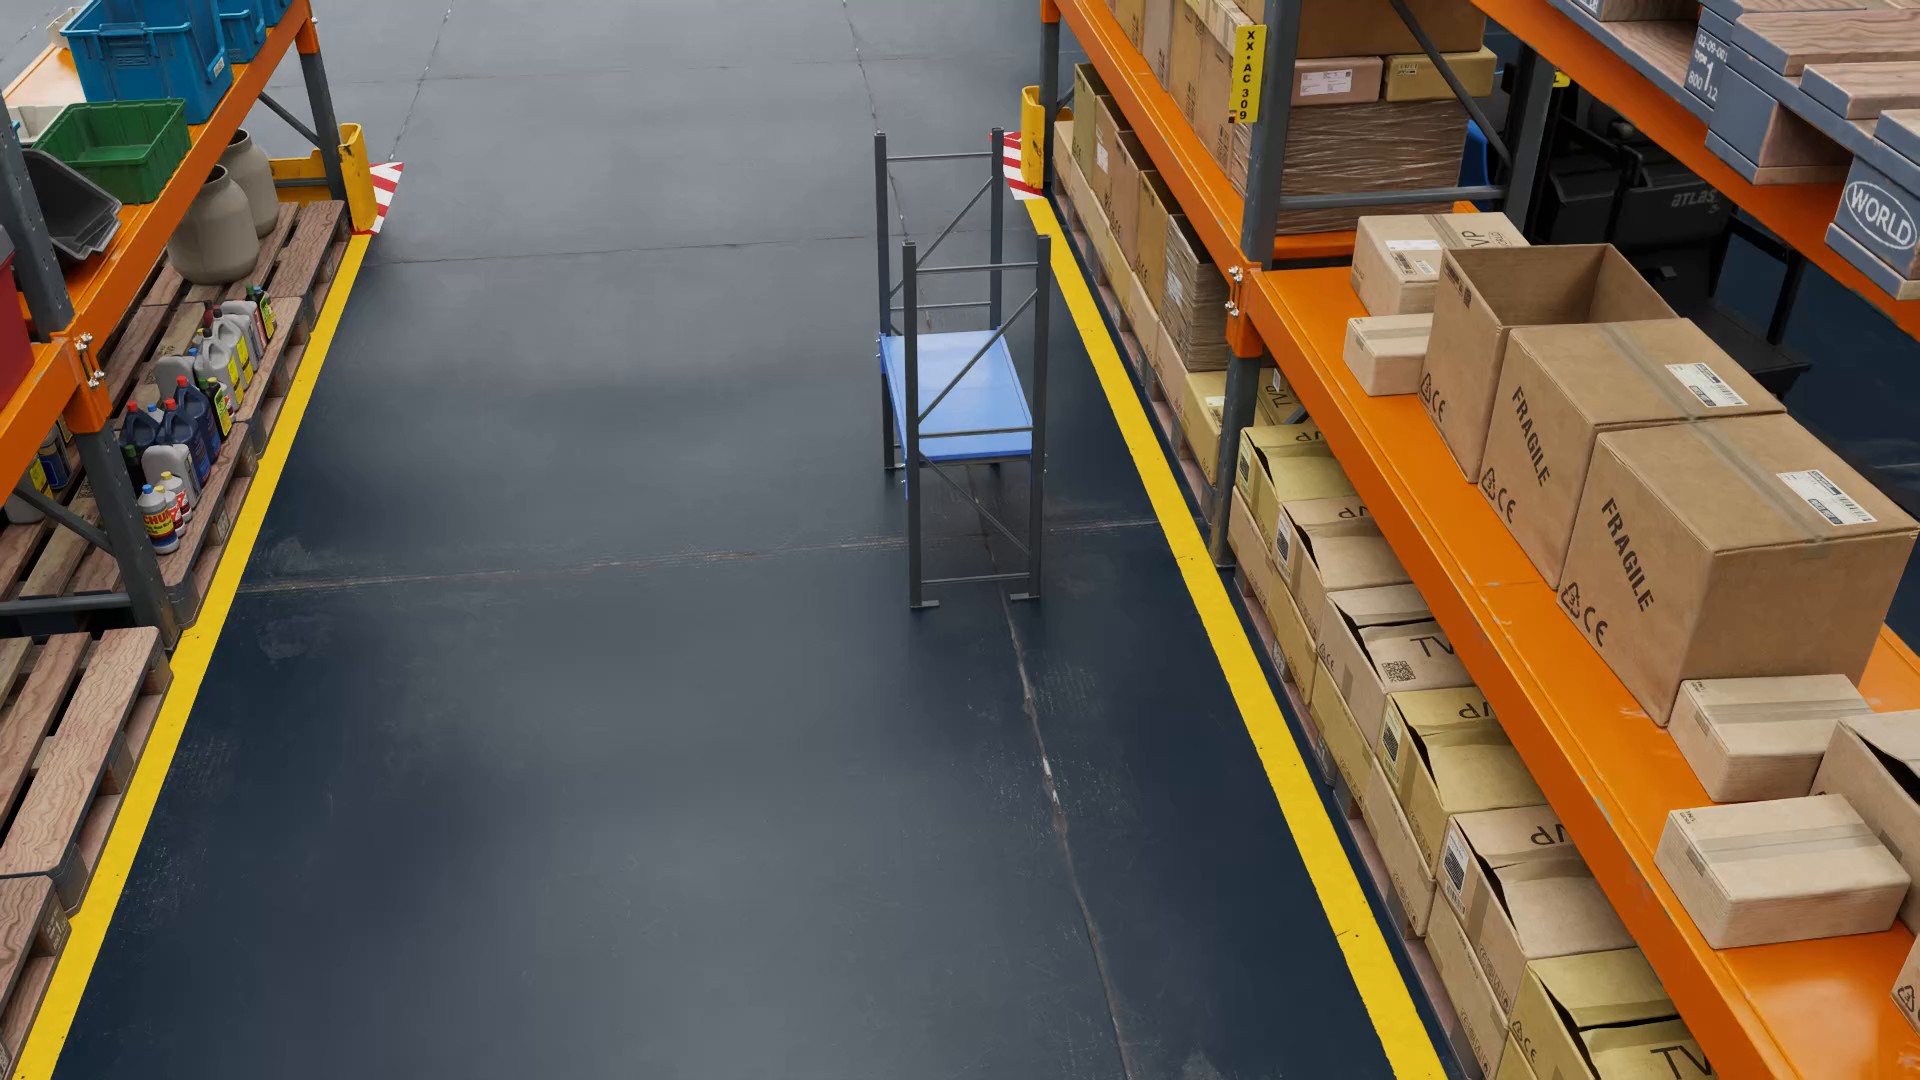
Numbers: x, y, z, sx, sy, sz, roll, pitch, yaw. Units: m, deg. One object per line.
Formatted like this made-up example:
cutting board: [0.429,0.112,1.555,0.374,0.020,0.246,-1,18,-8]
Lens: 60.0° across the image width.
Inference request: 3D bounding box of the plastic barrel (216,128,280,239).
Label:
plastic barrel: [-3.782,-1.836,8.617,0.421,0.512,0.421,0,34,0]

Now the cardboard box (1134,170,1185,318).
cardboard box: [1.095,-1.341,7.458,0.500,0.500,0.500,-4,35,-6]

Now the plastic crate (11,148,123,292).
plastic crate: [-3.353,-1.096,5.750,0.767,0.338,0.504,-4,35,-6]

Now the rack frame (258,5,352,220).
rack frame: [-3.947,-3.052,8.566,1.000,3.000,0.127,-4,35,-6]

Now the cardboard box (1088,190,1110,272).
cardboard box: [0.952,-1.589,8.487,0.500,0.250,0.500,-4,35,-6]

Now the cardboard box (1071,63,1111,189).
cardboard box: [0.883,-2.178,8.685,0.500,0.500,0.500,-4,35,-6]

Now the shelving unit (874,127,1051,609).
shelving unit: [-0.011,-0.667,6.397,0.538,1.500,1.048,-4,35,-6]

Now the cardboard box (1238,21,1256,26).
cardboard box: [1.220,-1.776,6.028,0.380,0.149,0.250,-5,35,-7]

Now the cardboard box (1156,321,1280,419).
cardboard box: [1.164,-0.753,7.260,0.500,0.250,0.500,-4,35,-6]

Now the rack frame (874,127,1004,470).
rack frame: [-0.080,-0.951,6.814,0.500,1.500,0.032,-4,35,-6]

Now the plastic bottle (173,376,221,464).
plastic bottle: [-3.131,-0.495,6.774,0.144,0.351,0.185,-6,35,-8]

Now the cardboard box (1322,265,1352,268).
cardboard box: [1.748,-0.823,6.697,0.500,0.500,0.500,-4,35,-6]

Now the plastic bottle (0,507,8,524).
plastic bottle: [-3.781,-0.245,6.408,0.144,0.351,0.185,-5,35,-8]

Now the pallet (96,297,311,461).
pallet: [-3.625,-0.728,7.631,1.003,0.211,1.213,-4,35,-6]

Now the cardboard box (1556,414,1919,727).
cardboard box: [1.796,0.062,3.906,0.500,0.500,0.500,-6,35,-9]

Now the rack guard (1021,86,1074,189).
rack guard: [0.959,-2.406,9.837,1.175,0.500,0.348,-4,35,-6]

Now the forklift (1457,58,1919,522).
forklift: [3.068,-1.854,6.868,1.130,2.935,3.031,-10,35,-14]

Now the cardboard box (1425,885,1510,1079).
cardboard box: [1.588,1.158,4.456,0.500,0.250,0.500,-4,34,-5]

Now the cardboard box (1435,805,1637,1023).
cardboard box: [1.582,0.925,4.300,0.500,0.311,0.500,-5,35,-7]

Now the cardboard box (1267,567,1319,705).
cardboard box: [1.376,0.298,5.717,0.500,0.250,0.500,-4,34,-5]

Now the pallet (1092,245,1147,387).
pallet: [1.267,-1.170,8.280,1.003,0.211,1.213,-4,35,-6]

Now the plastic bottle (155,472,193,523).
plastic bottle: [-3.044,-0.170,6.430,0.097,0.201,0.097,0,34,0]

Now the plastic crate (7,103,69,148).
plastic crate: [-3.878,-1.598,6.666,0.530,0.136,0.437,-4,35,-6]

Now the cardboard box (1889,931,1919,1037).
cardboard box: [2.033,0.869,2.890,0.500,0.311,0.500,-2,34,-3]

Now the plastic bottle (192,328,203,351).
plastic bottle: [-3.361,-0.846,7.422,0.097,0.201,0.097,0,34,0]

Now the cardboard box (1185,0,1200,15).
cardboard box: [1.116,-2.206,6.659,0.380,0.149,0.250,-5,35,-7]

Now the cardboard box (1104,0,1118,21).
cardboard box: [1.088,-2.913,8.272,0.700,0.500,0.500,-4,34,-5]

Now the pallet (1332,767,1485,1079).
pallet: [1.805,1.049,5.023,1.003,0.211,1.213,-4,35,-6]

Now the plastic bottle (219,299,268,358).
plastic bottle: [-3.258,-0.974,7.544,0.152,0.276,0.135,-4,34,-6]

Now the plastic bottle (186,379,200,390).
plastic bottle: [-3.188,-0.541,6.913,0.097,0.271,0.097,0,34,0]

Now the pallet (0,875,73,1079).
pallet: [-3.097,1.450,4.435,1.003,0.211,1.213,-4,35,-6]

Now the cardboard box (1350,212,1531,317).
cardboard box: [1.610,-0.860,5.482,0.500,0.250,0.500,-2,34,-3]

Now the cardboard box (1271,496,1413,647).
cardboard box: [1.371,0.067,5.559,0.500,0.311,0.500,-5,35,-7]

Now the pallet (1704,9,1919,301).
pallet: [1.858,-0.495,2.316,1.213,0.211,1.003,-3,34,-4]

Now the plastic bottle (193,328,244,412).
plastic bottle: [-3.189,-0.732,7.122,0.144,0.351,0.185,-5,35,-7]

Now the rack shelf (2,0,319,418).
rack shelf: [-3.678,-1.639,7.130,1.077,0.370,4.000,-4,35,-6]

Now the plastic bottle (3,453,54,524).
plastic bottle: [-3.638,-0.256,6.424,0.144,0.351,0.185,-4,35,-6]

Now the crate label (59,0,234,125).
crate label: [-3.431,-2.060,7.079,0.502,0.435,0.616,-4,35,-6]

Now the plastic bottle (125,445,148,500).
plastic bottle: [-3.193,-0.261,6.490,0.061,0.283,0.133,-4,35,-6]

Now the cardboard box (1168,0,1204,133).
cardboard box: [1.293,-2.056,7.015,0.700,0.500,0.500,-4,34,-6]

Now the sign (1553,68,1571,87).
sign: [2.037,-1.686,5.602,0.100,0.325,0.005,-4,35,-6]
